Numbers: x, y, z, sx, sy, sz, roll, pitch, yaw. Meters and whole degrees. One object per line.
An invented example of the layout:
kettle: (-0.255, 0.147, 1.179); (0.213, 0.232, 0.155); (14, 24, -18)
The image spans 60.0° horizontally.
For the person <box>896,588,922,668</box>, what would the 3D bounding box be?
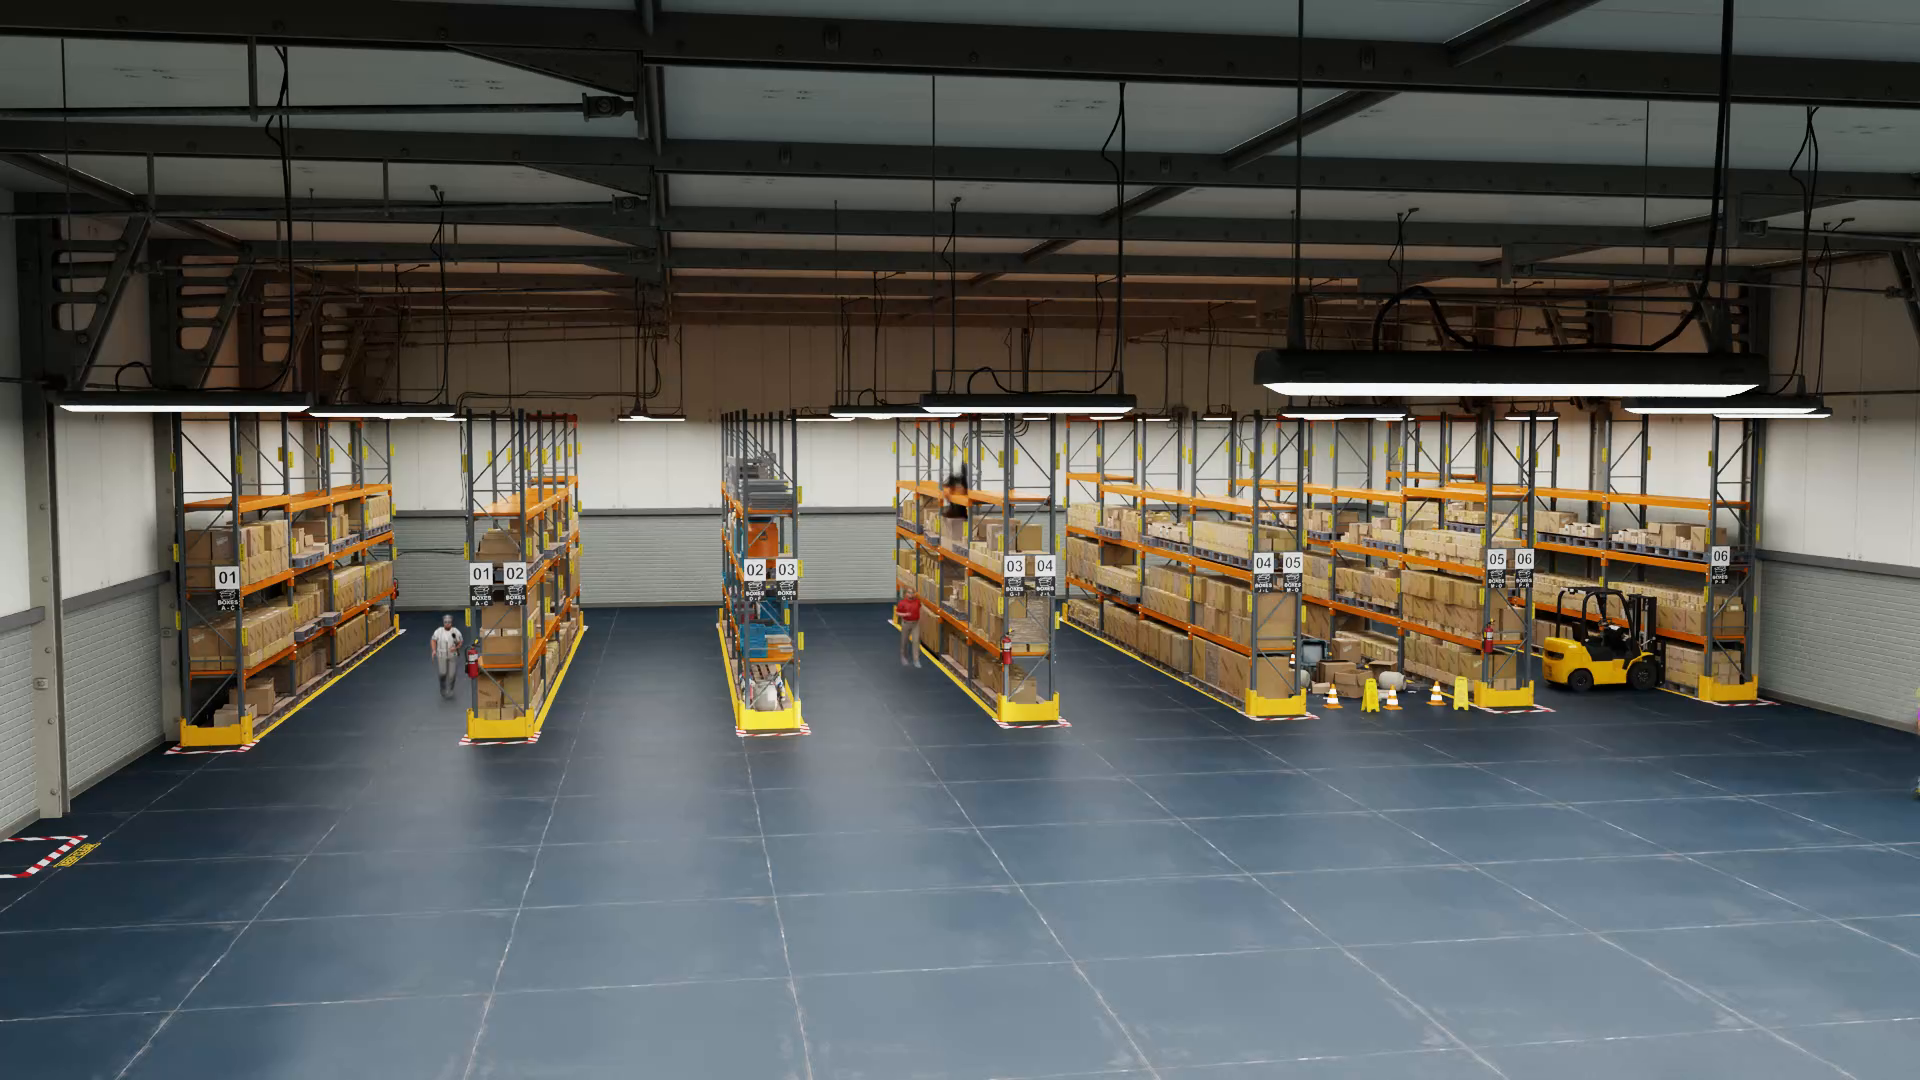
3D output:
person: (-1.110, 1.967, 37.225); (0.659, 1.781, 0.877); (-1, 4, -17)

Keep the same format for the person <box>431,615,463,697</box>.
person: (-10.689, 2.425, 34.675); (0.637, 1.738, 0.733); (-1, 4, -18)
